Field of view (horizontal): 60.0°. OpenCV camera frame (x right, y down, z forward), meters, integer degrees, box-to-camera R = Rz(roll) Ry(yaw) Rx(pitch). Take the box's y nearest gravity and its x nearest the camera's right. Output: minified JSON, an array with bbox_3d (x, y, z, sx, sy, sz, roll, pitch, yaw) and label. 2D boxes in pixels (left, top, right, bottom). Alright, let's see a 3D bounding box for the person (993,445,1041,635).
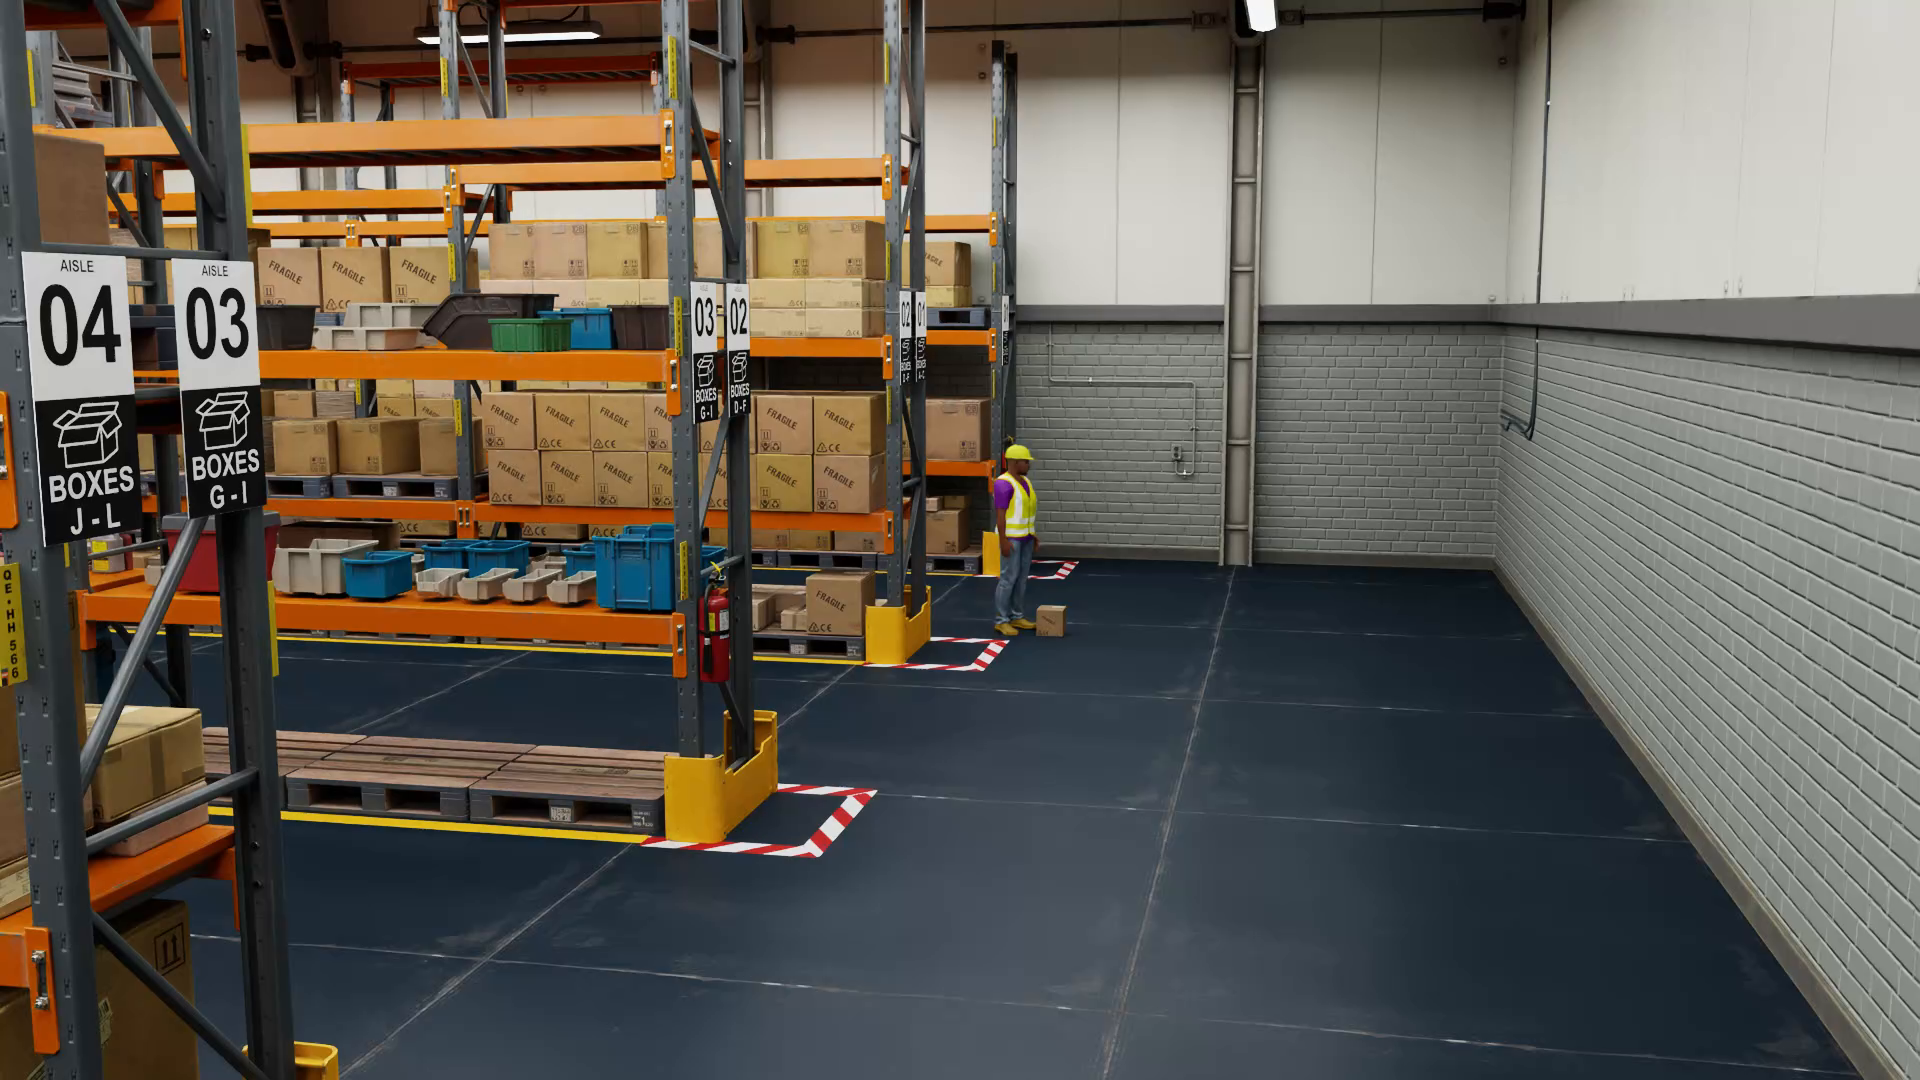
[{"bbox_3d":[0.548,-0.015,15.839,0.365,1.783,0.587,5,9,33],"label":"person"}]
